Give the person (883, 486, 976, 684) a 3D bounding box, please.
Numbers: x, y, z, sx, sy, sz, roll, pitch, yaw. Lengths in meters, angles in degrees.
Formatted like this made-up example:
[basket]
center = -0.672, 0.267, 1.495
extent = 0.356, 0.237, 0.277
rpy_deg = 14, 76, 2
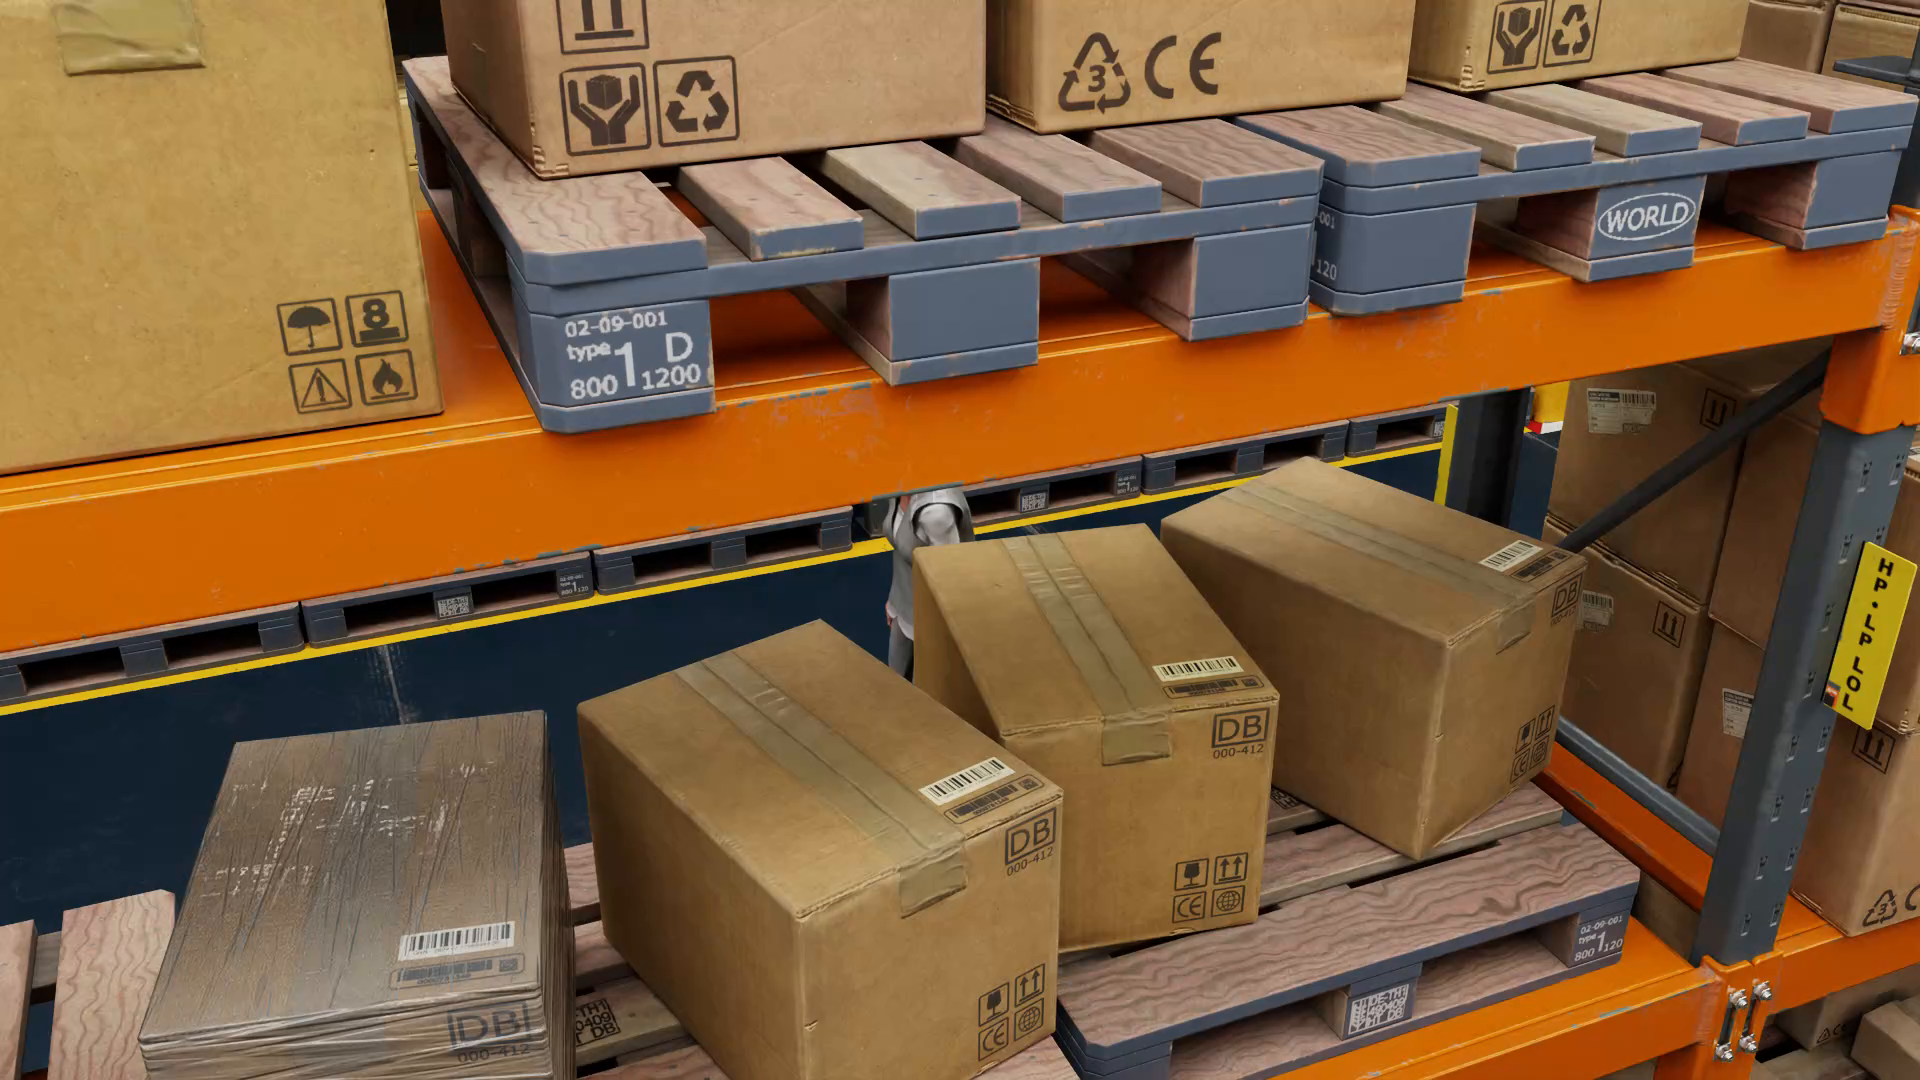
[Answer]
[person]
center = -0.116, 0.293, 5.534
extent = 0.346, 1.593, 0.460
rpy_deg = -11, 28, -20
